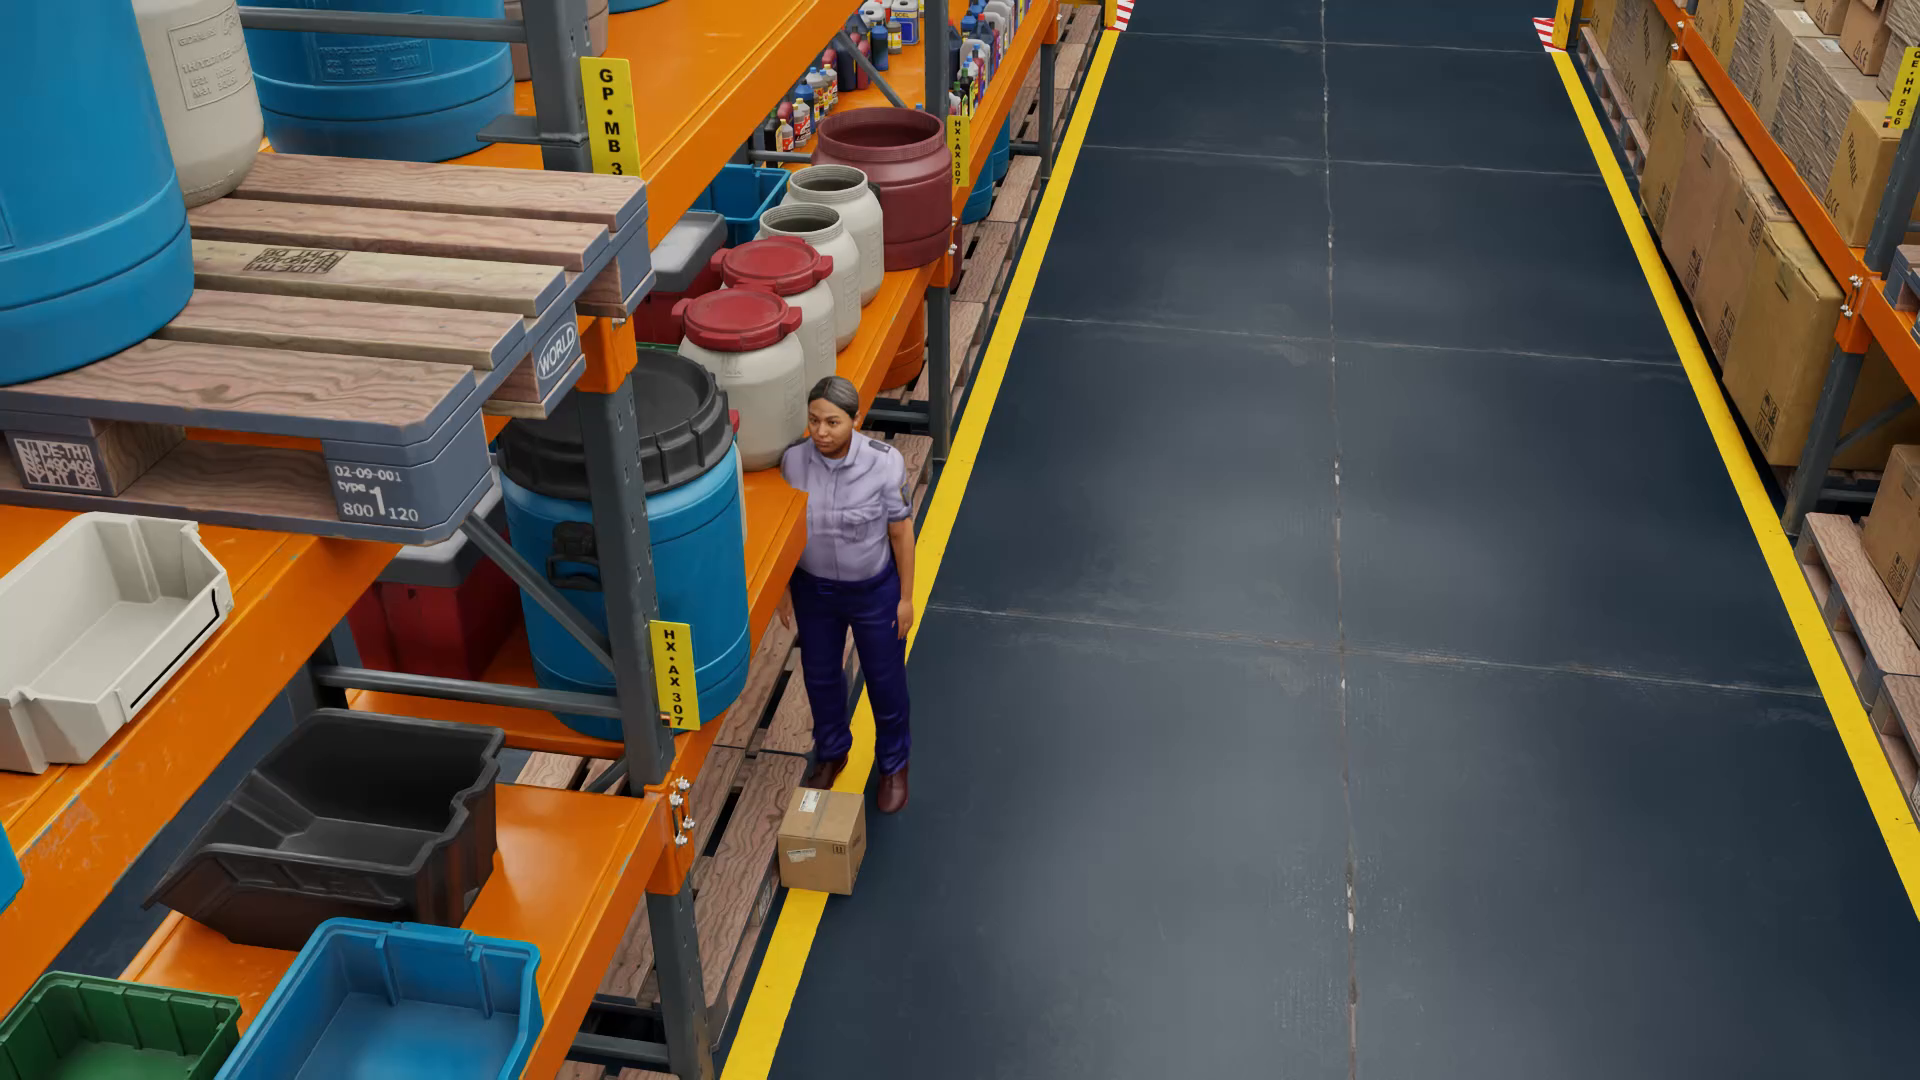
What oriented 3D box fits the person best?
[{"bbox_3d":[-0.410,0.213,5.815,0.516,1.689,0.386,9,34,14],"label":"person"}]
